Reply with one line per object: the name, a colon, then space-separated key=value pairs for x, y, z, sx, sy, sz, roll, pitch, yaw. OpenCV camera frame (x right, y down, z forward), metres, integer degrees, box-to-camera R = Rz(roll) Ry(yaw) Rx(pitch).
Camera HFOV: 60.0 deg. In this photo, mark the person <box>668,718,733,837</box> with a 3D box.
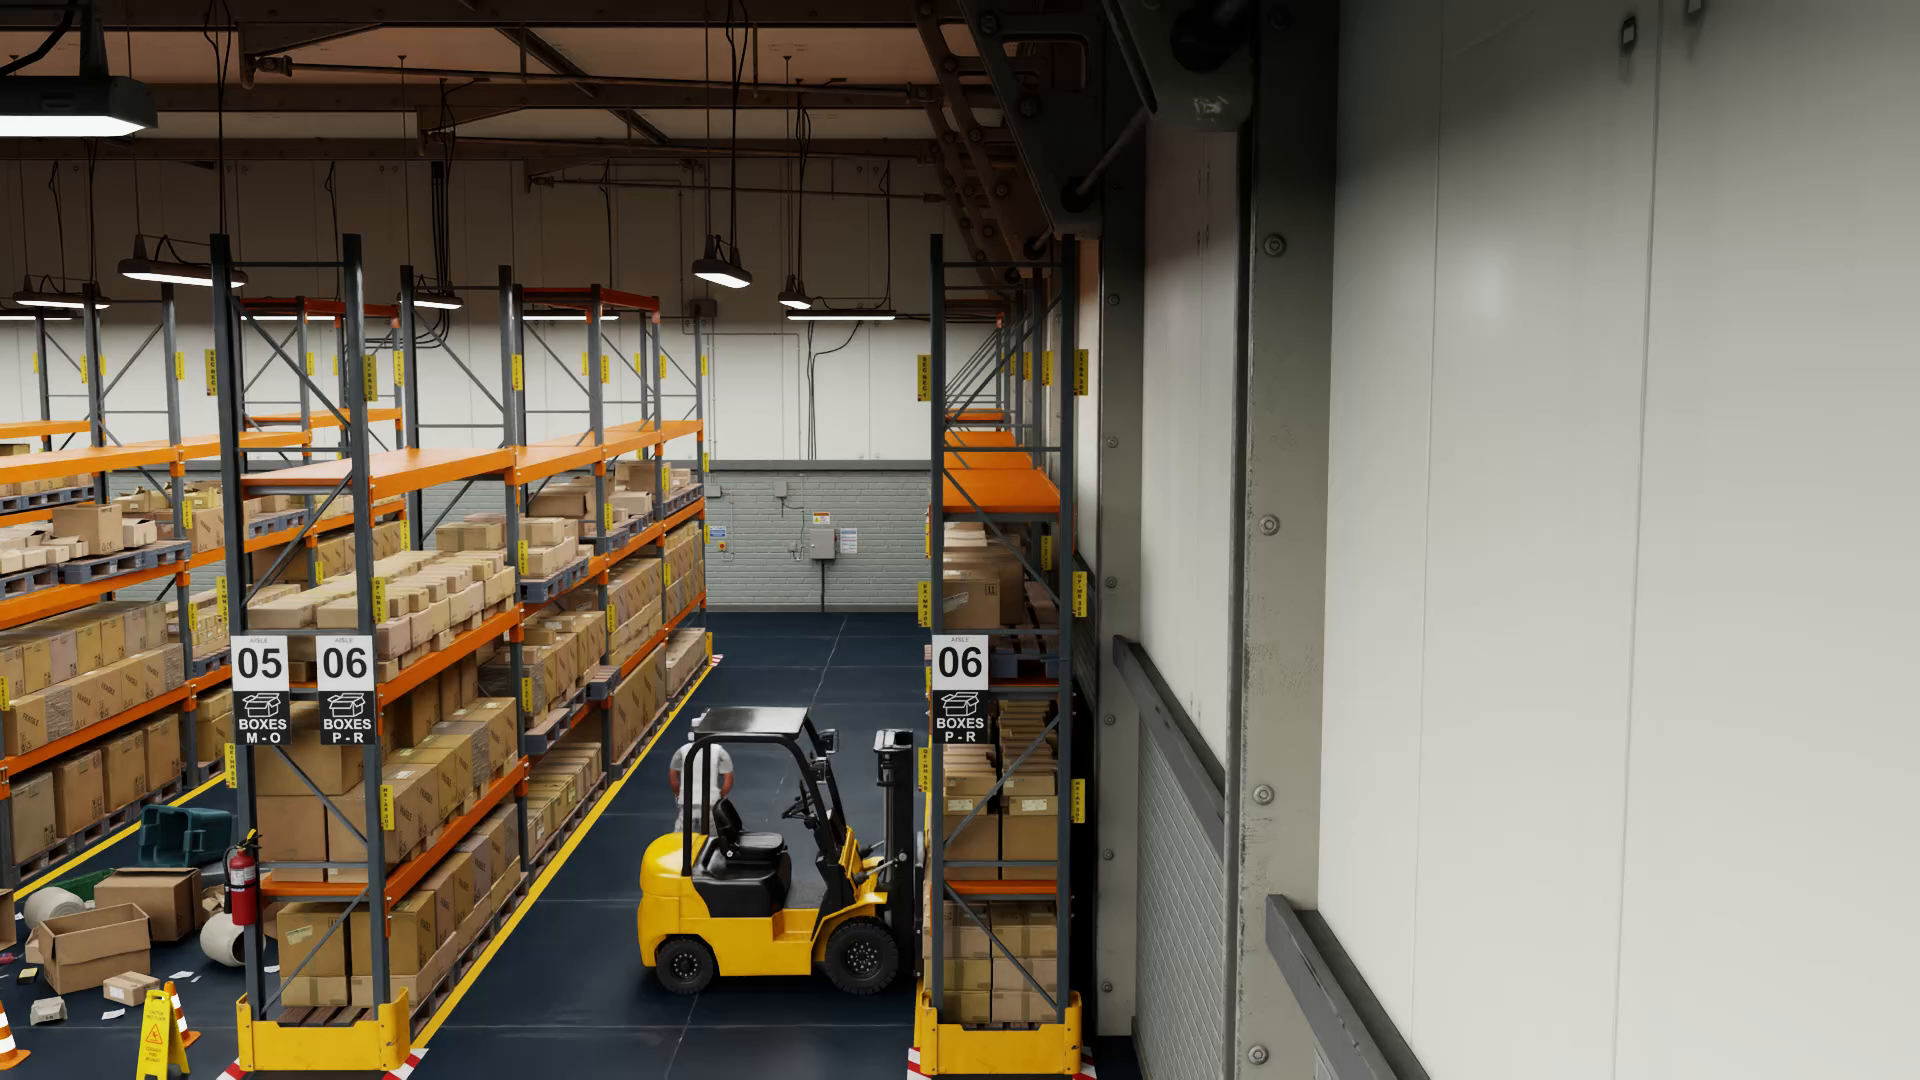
person: x=-2.482 y=2.574 z=15.910 sx=0.627 sy=1.702 sz=0.780 roll=-1 pitch=6 yaw=-5
